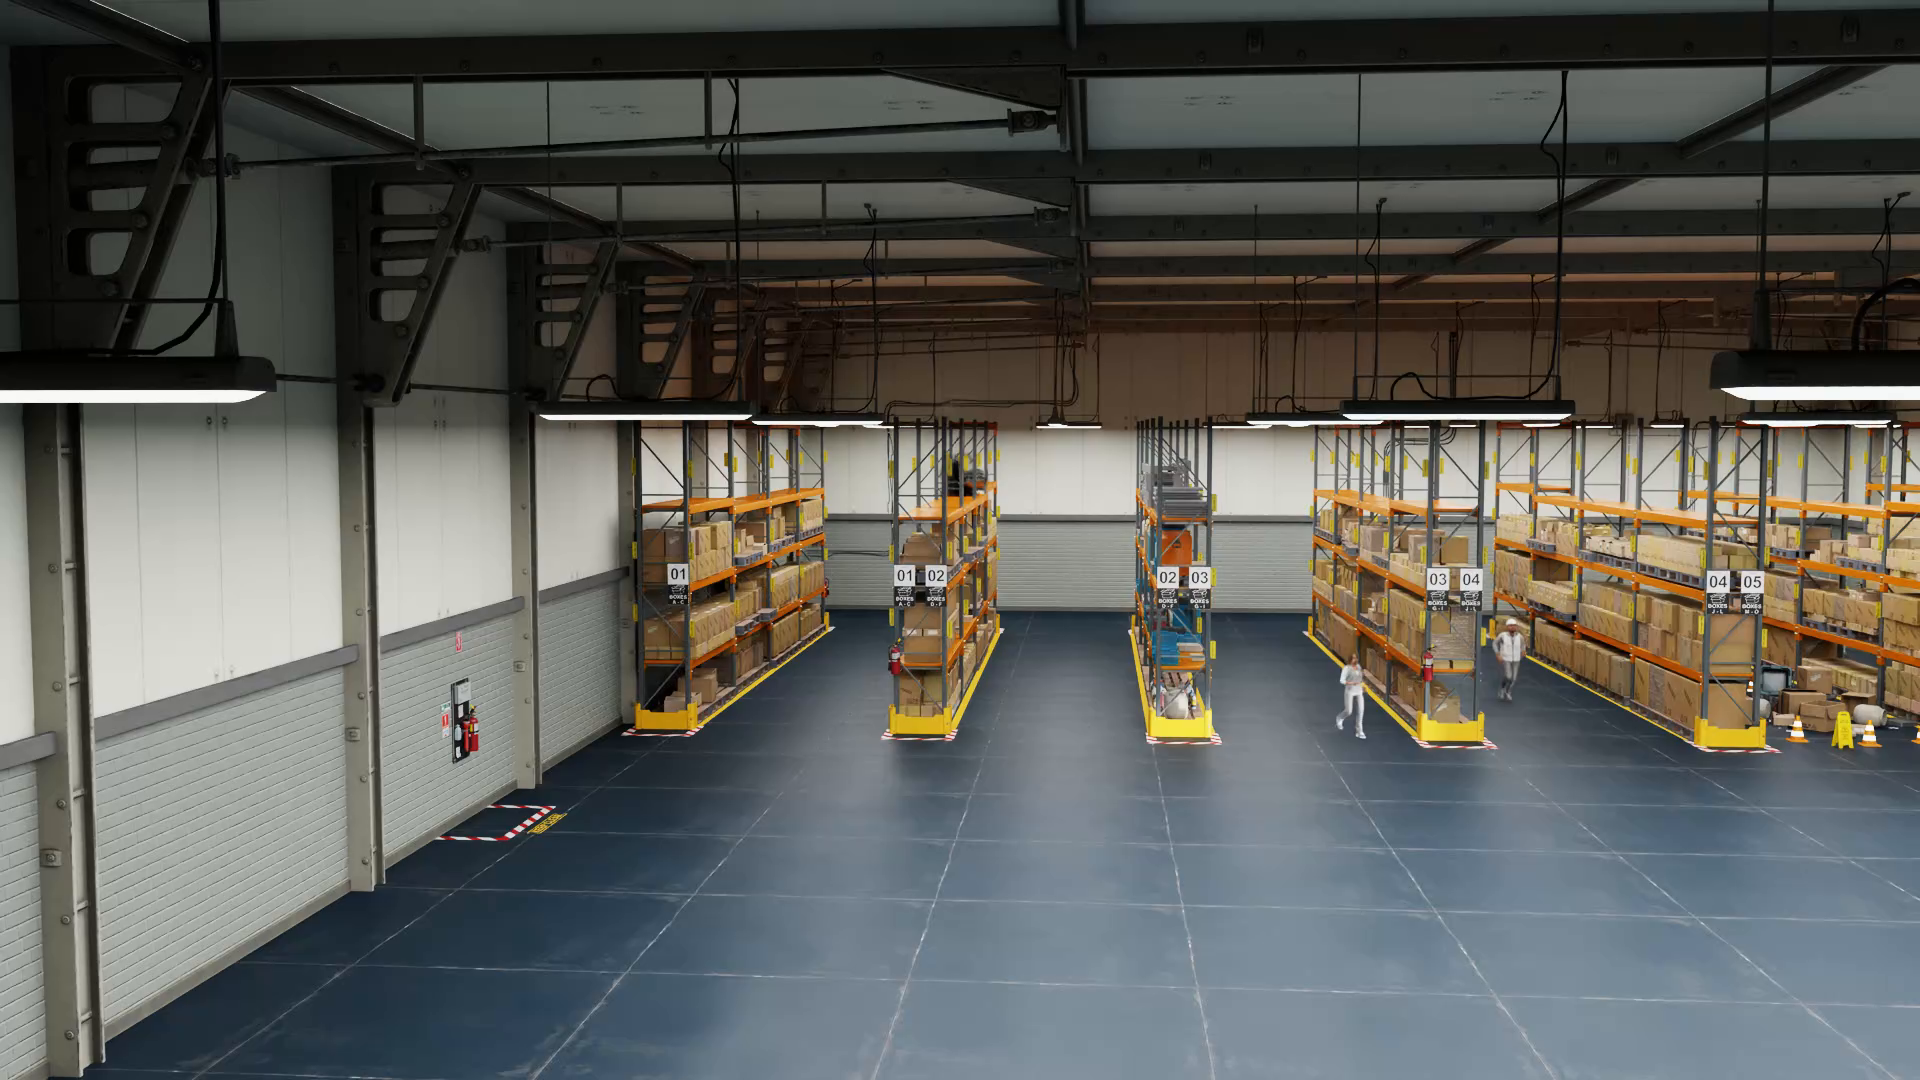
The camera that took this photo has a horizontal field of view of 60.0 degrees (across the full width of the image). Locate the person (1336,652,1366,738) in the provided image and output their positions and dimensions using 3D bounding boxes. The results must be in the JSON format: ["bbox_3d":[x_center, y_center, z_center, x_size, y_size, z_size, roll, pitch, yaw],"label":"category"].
[{"bbox_3d":[7.372,2.891,31.226,0.552,1.575,0.819,-1,4,-18],"label":"person"}]

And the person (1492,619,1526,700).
[{"bbox_3d":[11.693,2.544,35.269,0.664,1.742,0.626,0,4,-4],"label":"person"}]

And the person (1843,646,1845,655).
[{"bbox_3d":[21.606,2.202,40.756,0.736,1.744,0.735,1,4,8],"label":"person"}]

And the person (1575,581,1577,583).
[{"bbox_3d":[17.365,1.825,47.146,0.732,1.721,0.598,0,4,4],"label":"person"}]
